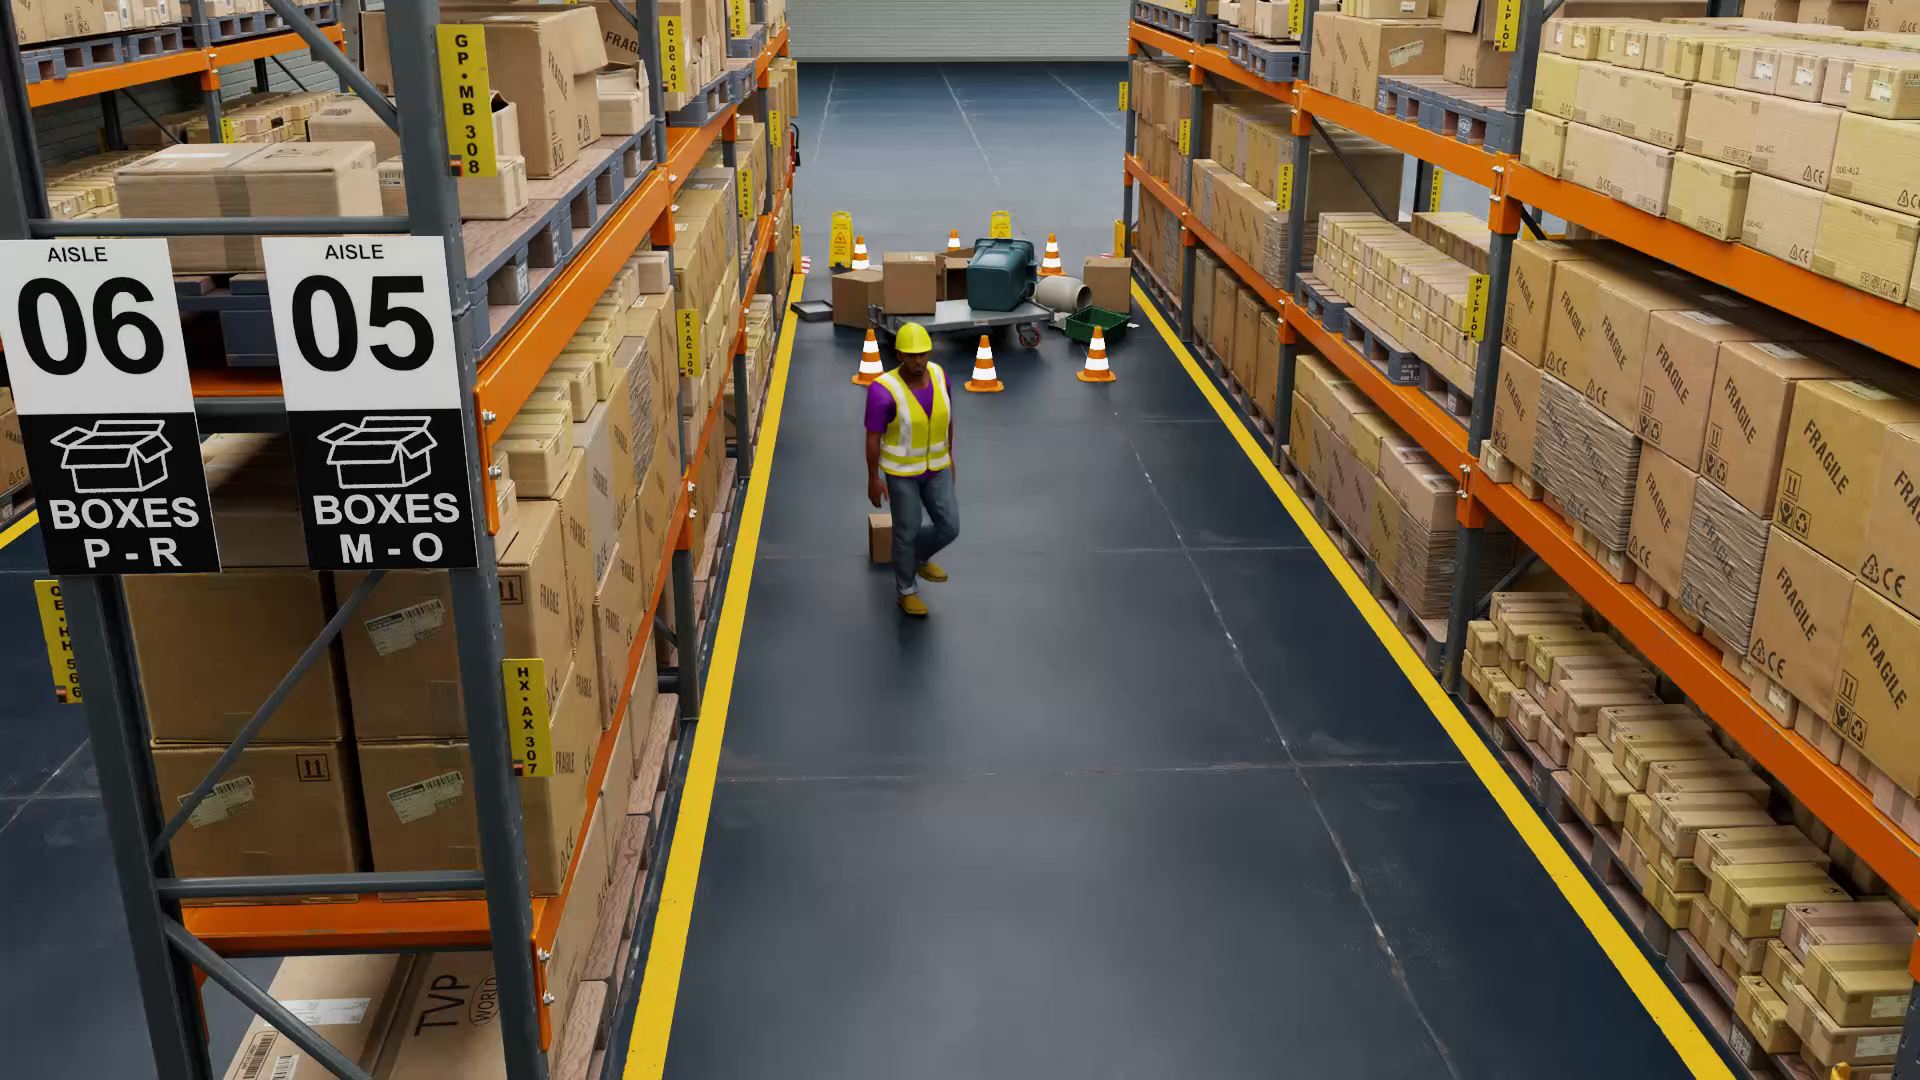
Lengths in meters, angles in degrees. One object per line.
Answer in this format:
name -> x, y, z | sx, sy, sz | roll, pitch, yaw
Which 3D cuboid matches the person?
person -> -0.283, -0.419, 9.662 | 0.615, 1.759, 0.558 | -12, 24, -30
